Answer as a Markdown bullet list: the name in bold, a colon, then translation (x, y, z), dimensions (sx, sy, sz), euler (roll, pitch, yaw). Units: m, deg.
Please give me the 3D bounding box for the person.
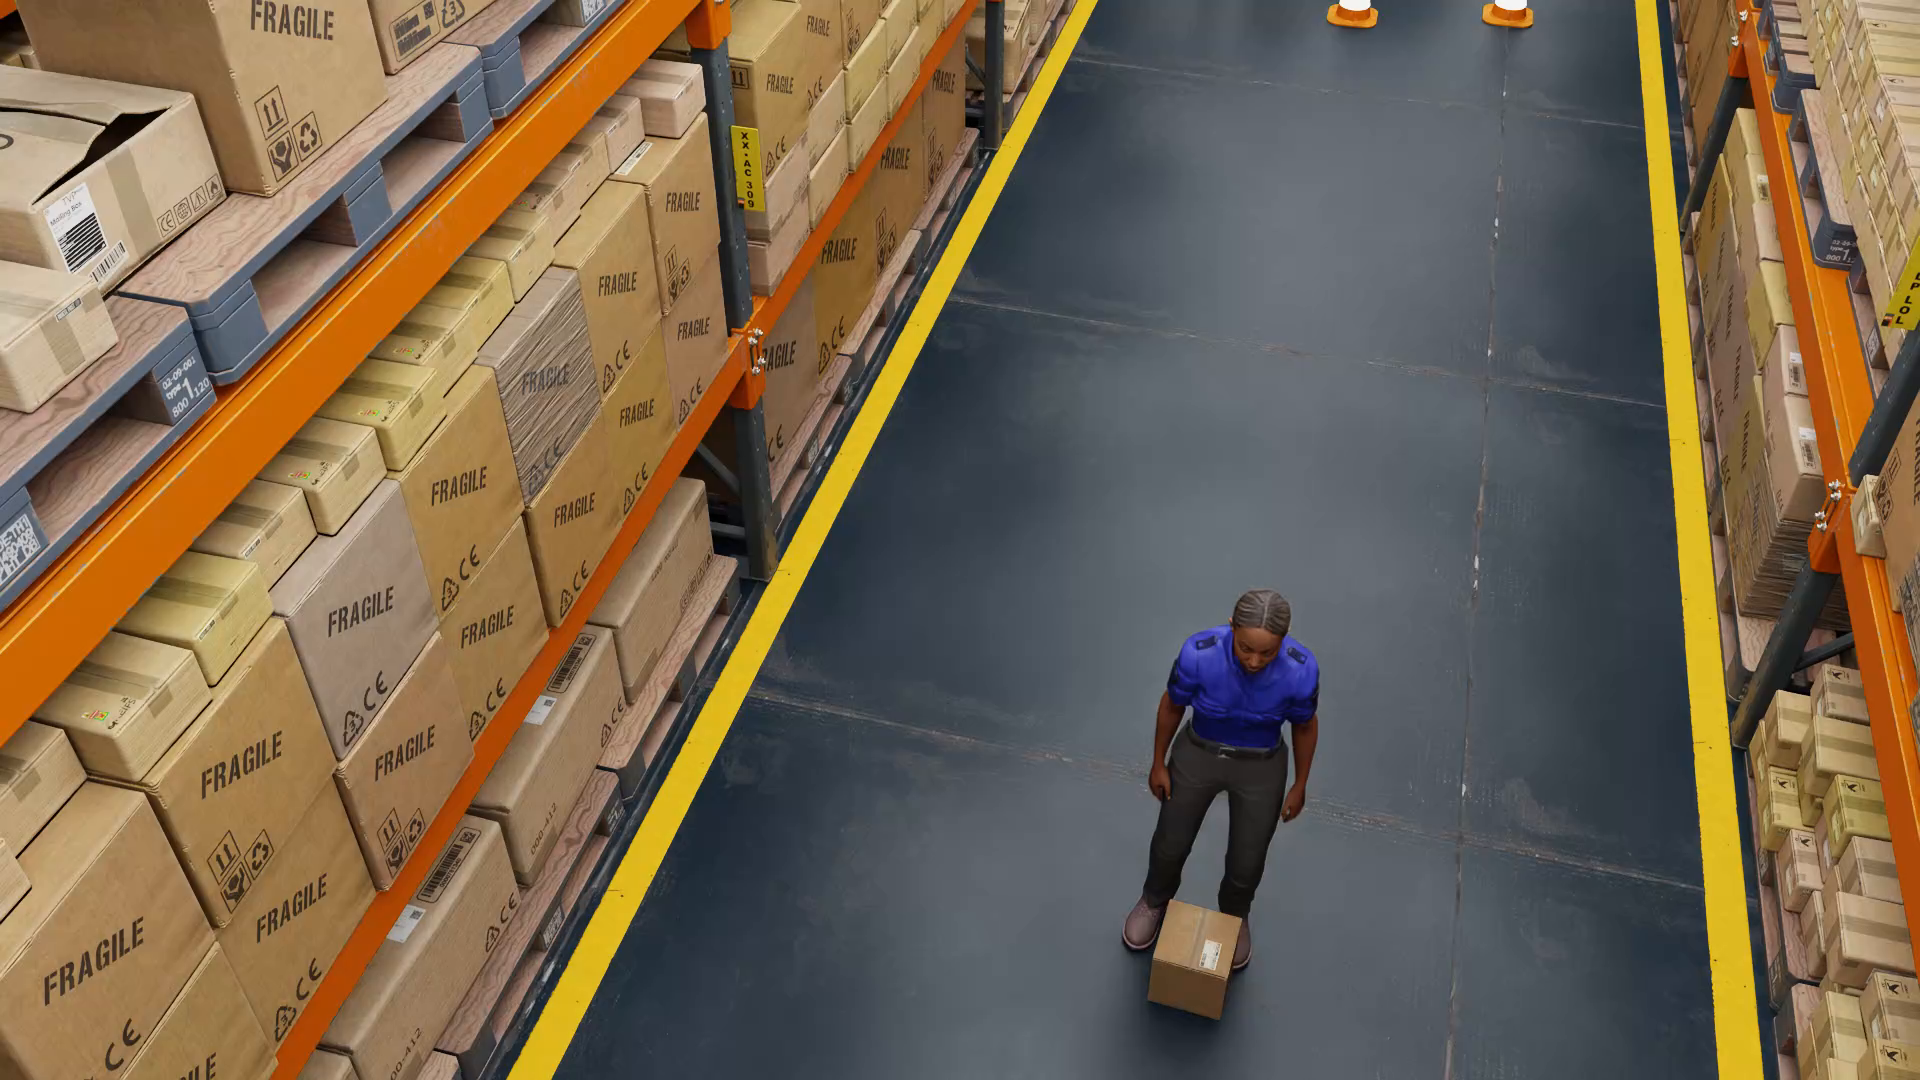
- **person**: translation (0.849, 0.738, 5.320), dimensions (0.530, 1.656, 0.346), euler (8, 42, 9)
